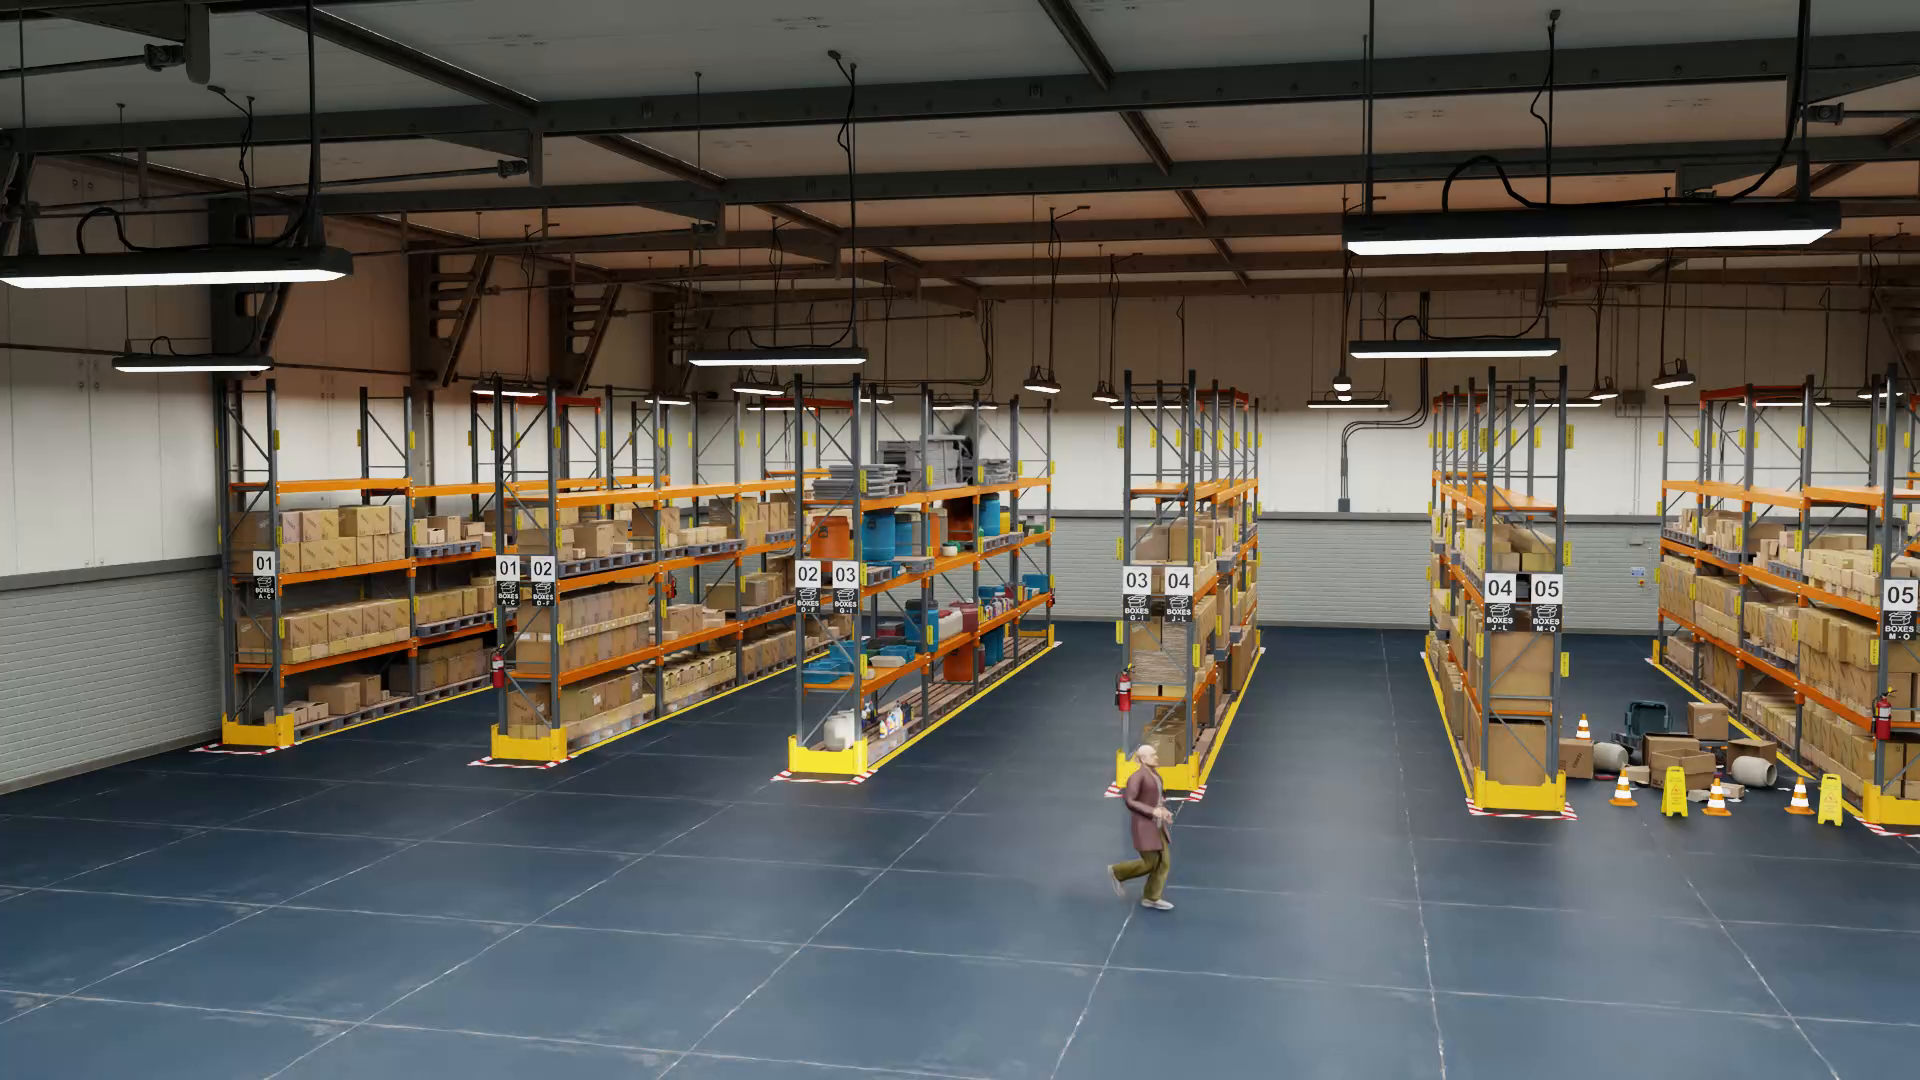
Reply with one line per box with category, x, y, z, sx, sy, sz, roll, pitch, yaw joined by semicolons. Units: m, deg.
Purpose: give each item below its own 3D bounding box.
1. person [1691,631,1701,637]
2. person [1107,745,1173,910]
person;16.998;1.885;38.222;0.745;1.671;0.568;-3;4;-39
person;1.967;3.059;17.824;0.757;1.737;0.709;2;4;32
